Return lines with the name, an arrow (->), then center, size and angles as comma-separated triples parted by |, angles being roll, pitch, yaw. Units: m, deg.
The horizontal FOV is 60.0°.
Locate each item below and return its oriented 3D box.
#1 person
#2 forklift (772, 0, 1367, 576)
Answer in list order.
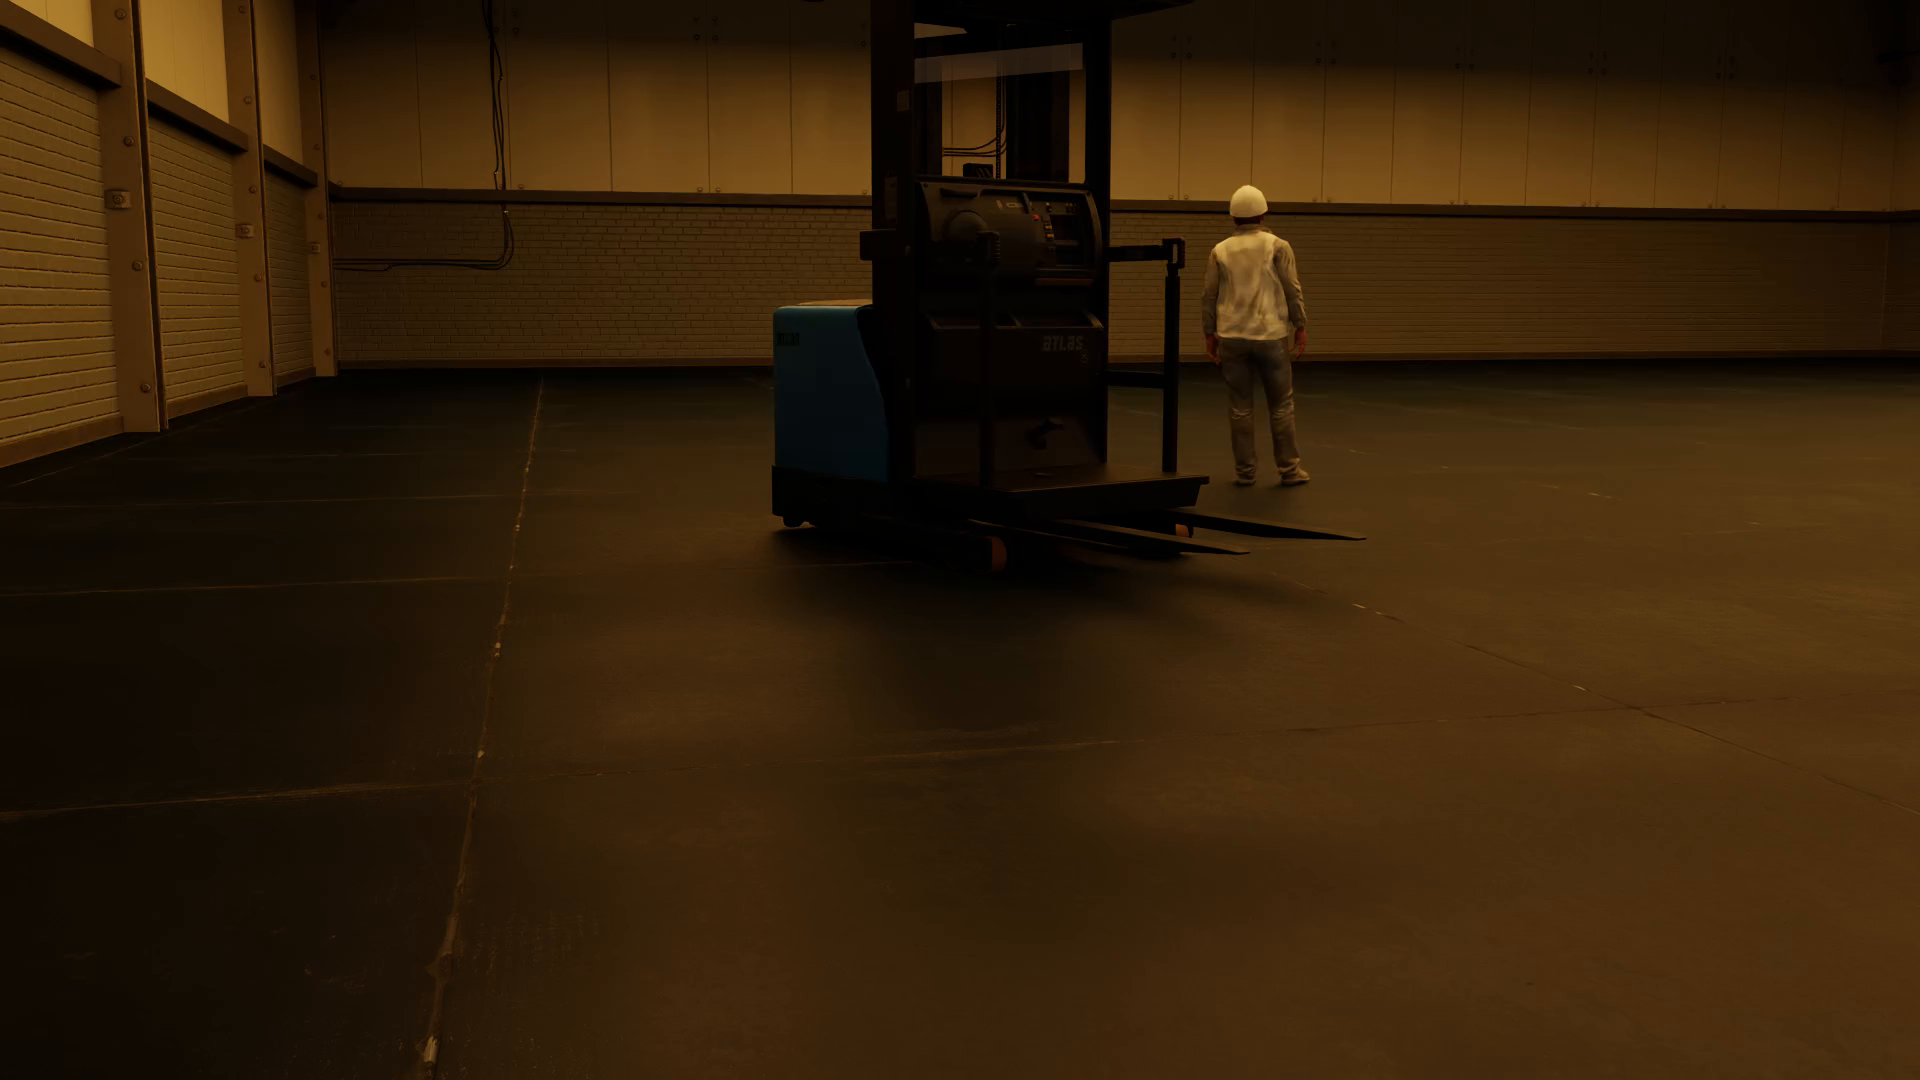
person -> 1.783, -1.225, 10.009 | 0.628, 1.774, 0.565 | 3, 9, 21
forklift -> 0.355, -1.383, 7.015 | 1.130, 2.935, 3.031 | -6, 10, -35
